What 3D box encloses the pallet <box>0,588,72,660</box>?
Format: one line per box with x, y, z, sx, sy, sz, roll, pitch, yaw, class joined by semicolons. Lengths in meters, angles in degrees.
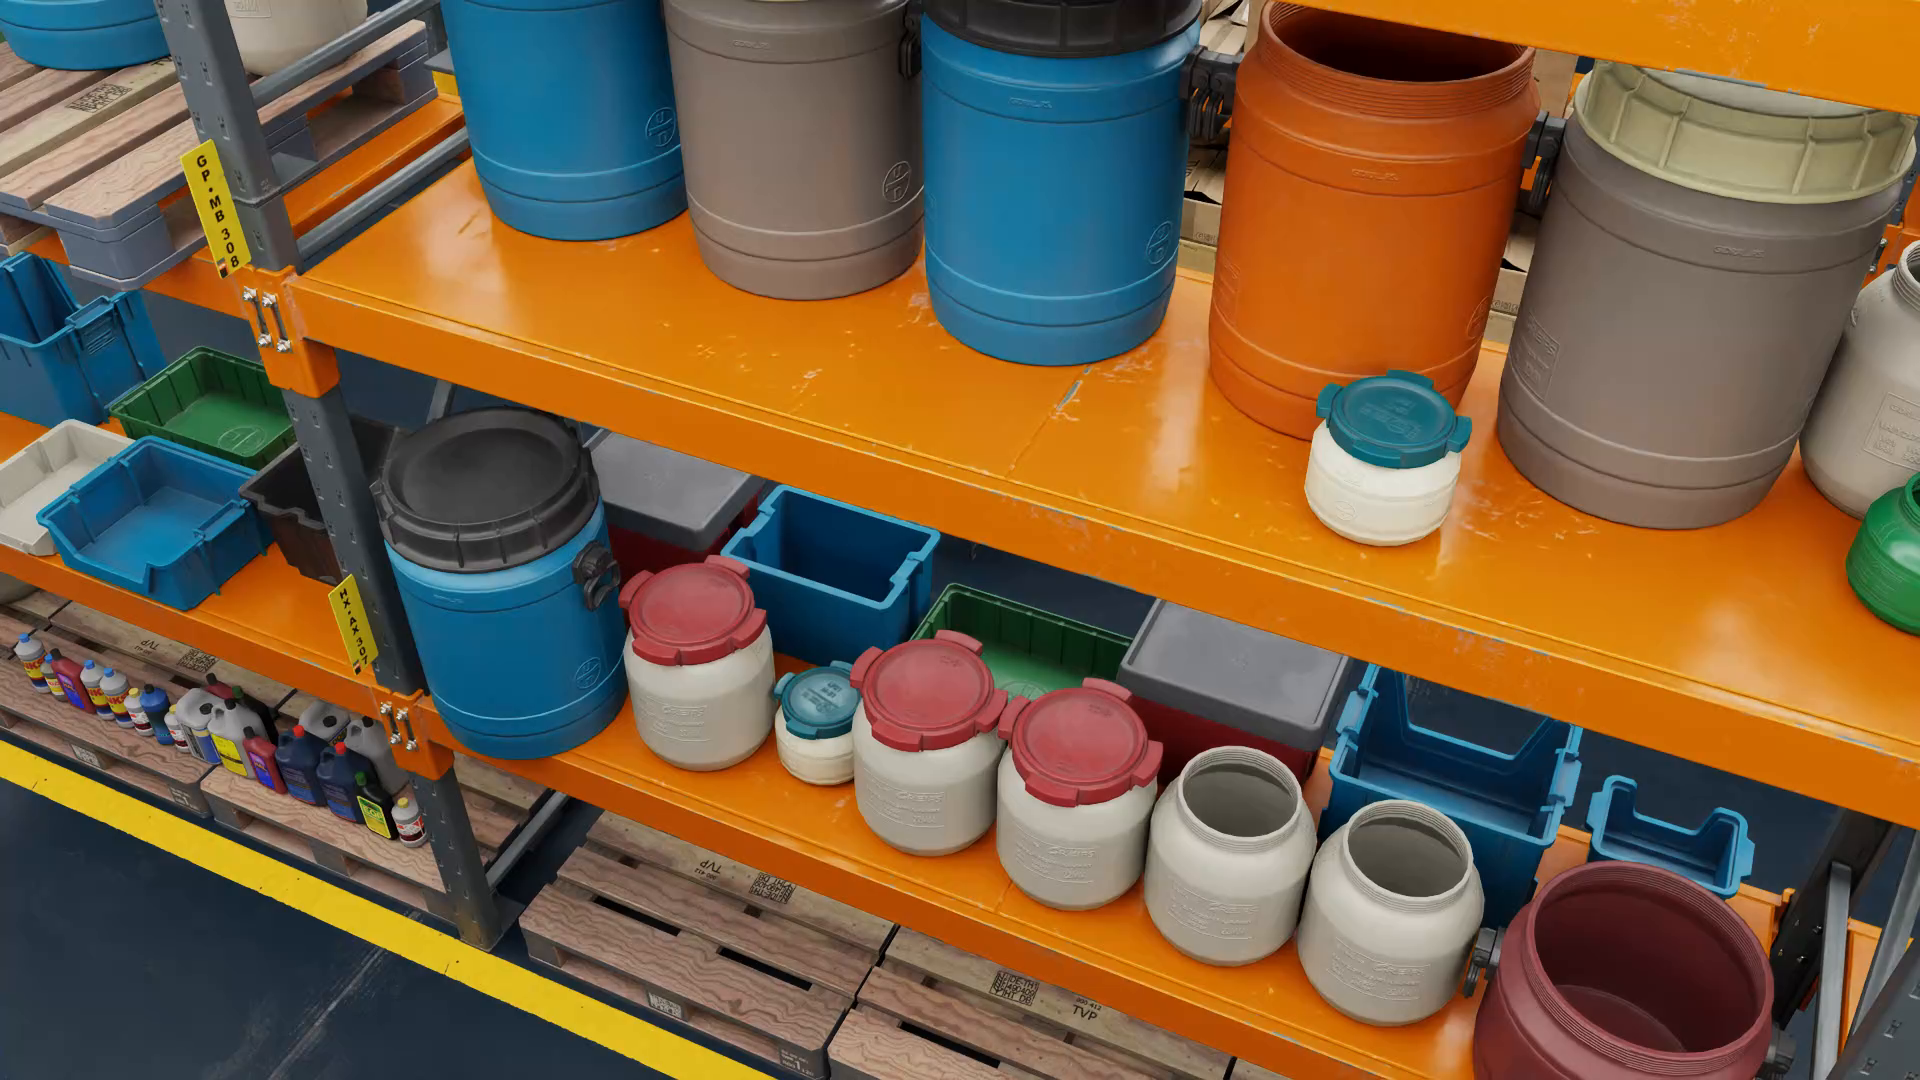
-4.325;0.198;7.245;1.213;0.211;1.003;17;44;19;pallet

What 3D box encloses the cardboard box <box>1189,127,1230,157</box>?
1.537;-2.158;9.184;0.500;0.311;0.500;18;44;20;cardboard box

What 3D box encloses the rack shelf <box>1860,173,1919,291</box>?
6.012;-0.975;7.018;4.000;0.370;1.077;17;44;19;rack shelf

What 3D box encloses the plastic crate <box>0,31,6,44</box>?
-2.838;-1.621;5.086;0.450;0.188;0.336;17;44;19;plastic crate

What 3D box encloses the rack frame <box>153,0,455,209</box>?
-1.523;-2.237;3.344;0.127;3.000;1.000;17;44;19;rack frame

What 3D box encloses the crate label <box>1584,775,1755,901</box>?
1.879;0.862;4.477;0.416;0.233;0.303;17;44;19;crate label

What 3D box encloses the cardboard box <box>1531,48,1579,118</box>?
2.672;-2.294;7.914;0.500;0.500;0.500;15;43;16;cardboard box

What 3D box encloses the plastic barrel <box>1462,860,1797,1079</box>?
1.553;1.138;3.927;0.708;0.536;0.600;17;44;19;plastic barrel

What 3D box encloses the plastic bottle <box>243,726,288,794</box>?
-2.567;0.810;6.147;0.133;0.283;0.061;20;45;21;plastic bottle

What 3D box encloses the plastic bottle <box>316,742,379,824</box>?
-2.228;0.858;6.041;0.185;0.351;0.144;16;43;18;plastic bottle

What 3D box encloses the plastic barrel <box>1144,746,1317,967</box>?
0.698;0.821;4.311;0.421;0.512;0.421;0;41;0;plastic barrel

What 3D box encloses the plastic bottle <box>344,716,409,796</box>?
-2.167;0.772;6.139;0.185;0.351;0.144;17;44;19;plastic bottle

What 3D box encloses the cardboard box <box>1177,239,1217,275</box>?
1.298;-1.627;9.000;0.500;0.250;0.500;18;44;20;cardboard box

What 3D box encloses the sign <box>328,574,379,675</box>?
-1.765;0.249;4.845;0.005;0.325;0.100;17;44;19;sign

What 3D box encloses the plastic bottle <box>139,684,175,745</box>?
-3.052;0.653;6.337;0.097;0.271;0.097;0;41;0;plastic bottle

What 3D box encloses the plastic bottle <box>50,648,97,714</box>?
-3.439;0.544;6.455;0.133;0.283;0.061;18;44;19;plastic bottle

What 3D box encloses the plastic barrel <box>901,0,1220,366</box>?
0.215;-0.918;3.730;0.708;0.901;0.600;17;44;19;plastic barrel

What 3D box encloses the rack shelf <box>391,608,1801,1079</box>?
0.290;0.856;4.905;4.000;0.370;1.077;17;44;19;rack shelf

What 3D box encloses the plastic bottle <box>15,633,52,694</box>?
-3.636;0.475;6.543;0.097;0.271;0.097;0;41;0;plastic bottle

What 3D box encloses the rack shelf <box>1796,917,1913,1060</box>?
3.915;1.964;3.627;4.000;0.370;1.077;17;44;19;rack shelf

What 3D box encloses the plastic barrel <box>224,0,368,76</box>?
-1.830;-1.540;4.424;0.421;0.512;0.421;0;41;0;plastic barrel

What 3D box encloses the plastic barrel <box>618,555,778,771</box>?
-0.749;0.374;4.808;0.433;0.535;0.433;0;41;0;plastic barrel

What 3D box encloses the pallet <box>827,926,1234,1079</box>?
0.315;1.616;5.609;1.213;0.211;1.003;17;44;19;pallet

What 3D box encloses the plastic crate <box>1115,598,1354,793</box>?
0.767;0.485;4.736;0.583;0.464;0.402;17;44;19;plastic crate

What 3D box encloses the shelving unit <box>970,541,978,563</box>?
0.007;-0.338;7.337;0.210;0.900;0.258;17;44;19;shelving unit

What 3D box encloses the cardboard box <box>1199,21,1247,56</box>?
1.291;-2.447;8.359;0.250;0.149;0.380;17;44;19;cardboard box

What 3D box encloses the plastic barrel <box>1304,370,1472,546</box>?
0.851;-0.157;3.340;0.301;0.262;0.301;0;41;0;plastic barrel

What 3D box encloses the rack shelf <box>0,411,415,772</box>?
-3.335;-0.252;6.183;4.000;0.370;1.077;17;44;19;rack shelf

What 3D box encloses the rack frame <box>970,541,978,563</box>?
0.099;-0.310;7.304;0.006;0.900;0.240;17;44;19;rack frame

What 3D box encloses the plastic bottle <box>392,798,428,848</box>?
-1.983;1.006;5.984;0.097;0.201;0.097;0;41;0;plastic bottle

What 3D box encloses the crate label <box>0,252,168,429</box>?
-3.365;-0.741;6.172;0.616;0.435;0.502;17;44;19;crate label

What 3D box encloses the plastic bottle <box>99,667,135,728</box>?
-3.235;0.597;6.402;0.097;0.271;0.097;0;41;0;plastic bottle

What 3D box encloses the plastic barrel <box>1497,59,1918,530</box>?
1.450;-0.541;3.295;0.600;0.901;0.600;0;41;0;plastic barrel

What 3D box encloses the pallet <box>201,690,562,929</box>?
-2.114;0.873;6.465;1.213;0.211;1.003;17;44;19;pallet

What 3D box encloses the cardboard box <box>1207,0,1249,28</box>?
1.449;-2.723;8.588;0.258;0.266;0.396;16;43;18;cardboard box

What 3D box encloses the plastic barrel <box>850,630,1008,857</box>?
-0.084;0.577;4.574;0.433;0.535;0.433;0;41;0;plastic barrel

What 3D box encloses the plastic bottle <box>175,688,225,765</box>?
-2.840;0.696;6.284;0.135;0.276;0.152;18;44;19;plastic bottle

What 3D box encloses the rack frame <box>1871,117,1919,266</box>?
4.200;-1.801;7.421;0.127;3.000;1.000;17;44;19;rack frame

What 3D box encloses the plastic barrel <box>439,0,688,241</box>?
-0.970;-1.280;4.148;0.708;0.901;0.600;17;44;19;plastic barrel

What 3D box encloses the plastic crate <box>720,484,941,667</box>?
-0.392;0.157;5.174;0.575;0.384;0.392;17;44;19;plastic crate

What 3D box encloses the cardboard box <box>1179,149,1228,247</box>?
1.295;-1.836;8.813;0.500;0.311;0.500;17;44;18;cardboard box

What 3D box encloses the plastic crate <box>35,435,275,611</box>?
-2.641;-0.059;5.525;0.616;0.251;0.499;17;44;19;plastic crate

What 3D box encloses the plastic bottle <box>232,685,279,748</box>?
-2.675;0.673;6.305;0.133;0.283;0.061;17;44;19;plastic bottle
